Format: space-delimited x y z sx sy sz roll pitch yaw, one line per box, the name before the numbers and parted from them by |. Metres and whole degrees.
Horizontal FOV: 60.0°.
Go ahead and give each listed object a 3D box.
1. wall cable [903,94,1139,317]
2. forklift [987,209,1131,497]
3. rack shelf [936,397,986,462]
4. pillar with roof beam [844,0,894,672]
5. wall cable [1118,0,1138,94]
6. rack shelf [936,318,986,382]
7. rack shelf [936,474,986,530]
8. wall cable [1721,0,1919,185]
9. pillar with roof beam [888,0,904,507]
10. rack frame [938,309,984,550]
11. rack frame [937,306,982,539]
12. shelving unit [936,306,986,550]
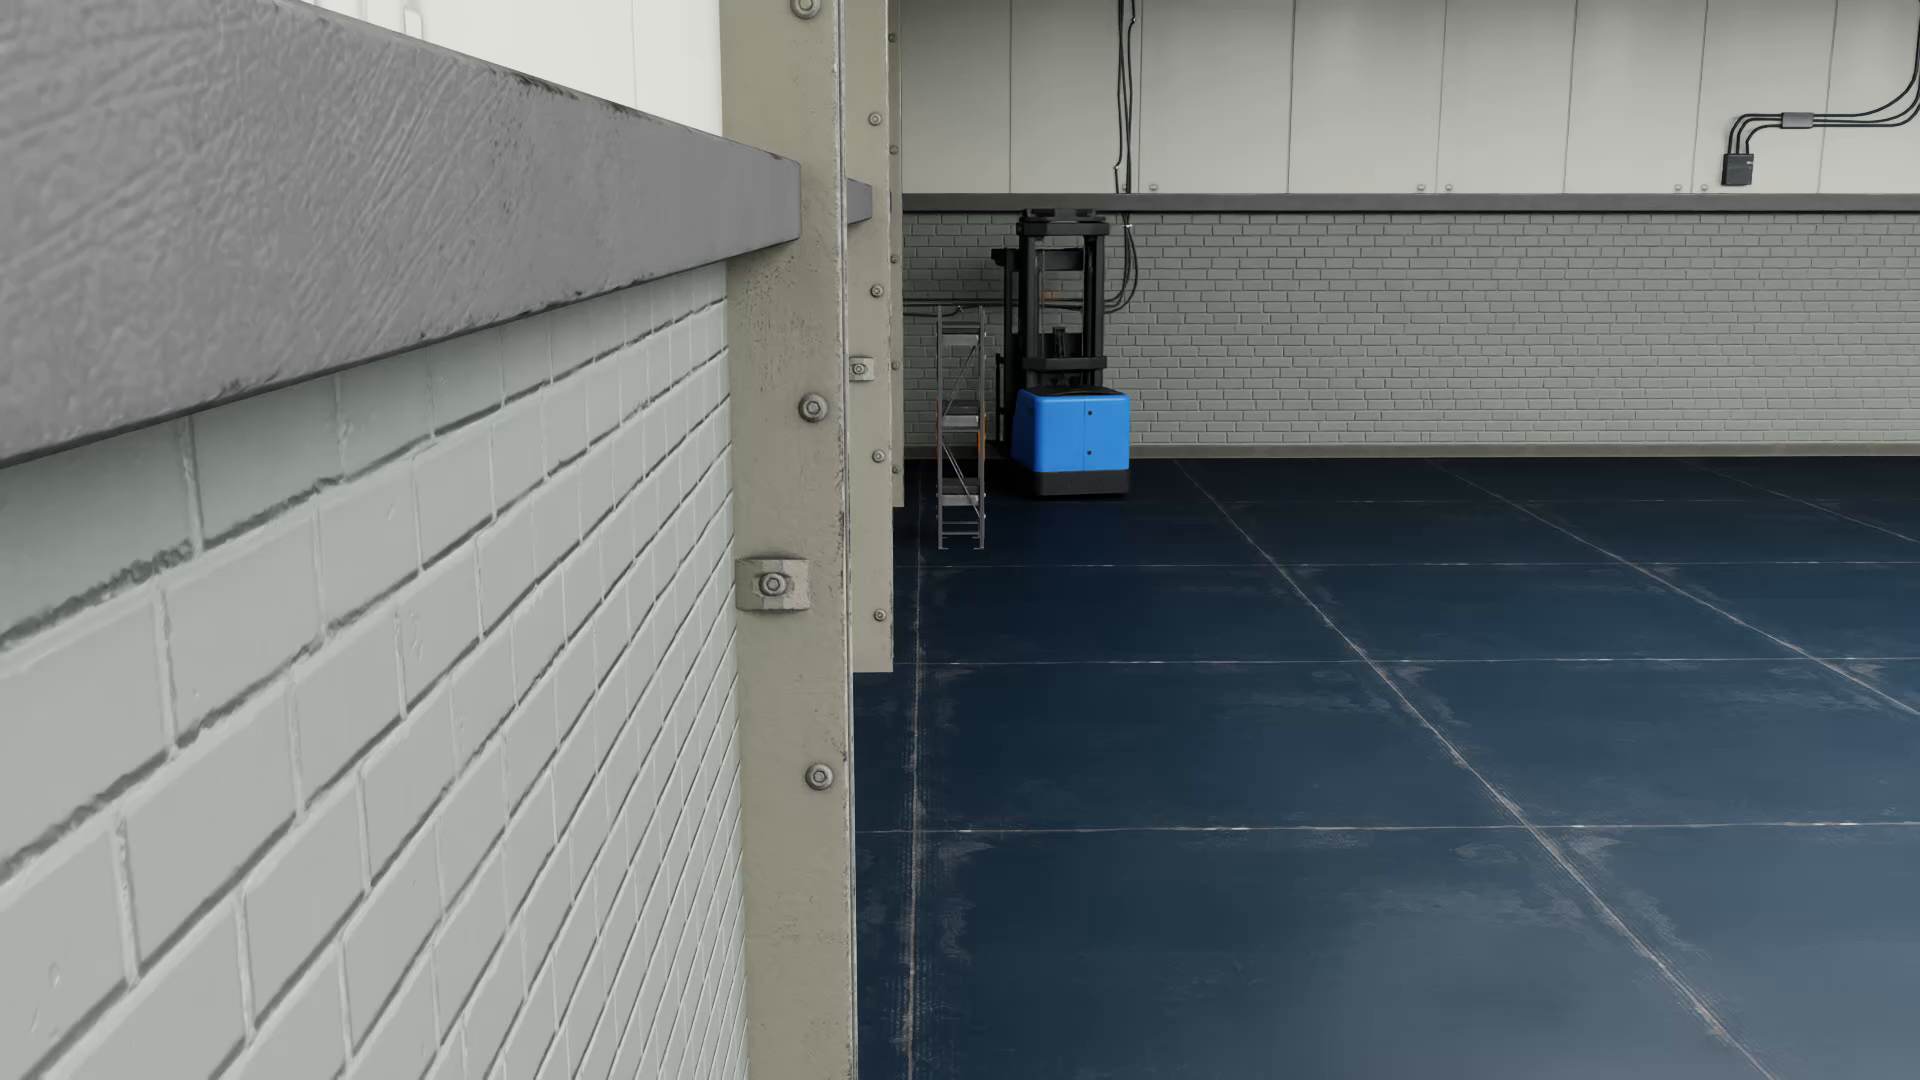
wall cable | 0.539 -3.851 19.219 3.097 2.526 0.112 0 11 -1
forklift | 0.960 -2.128 18.175 1.130 2.935 3.031 -2 12 -11
rack shelf | 0.003 -0.983 14.691 0.431 0.518 0.480 0 11 -1
pillar with roof beam | 3.706 -3.607 10.206 9.100 9.000 0.400 0 11 -1
wall cable | 3.244 -6.338 18.772 3.097 2.526 0.112 0 11 -1
rack shelf | 0.003 -1.669 14.552 0.431 0.518 0.480 0 11 -1
rack shelf | 0.003 -0.297 14.830 0.431 0.518 0.480 0 11 -1
wall cable | 10.031 -7.076 18.749 2.305 6.003 0.169 0 11 -1
pillar with roof beam | 3.582 -4.800 16.085 9.100 9.000 0.400 0 11 -1
rack frame | 0.009 -0.948 14.449 0.400 2.100 0.015 0 11 -1
rack frame | -0.002 -1.045 14.927 0.400 2.100 0.015 0 11 -1
shelving unit | 0.003 -0.996 14.688 0.431 2.100 0.503 0 11 -1
